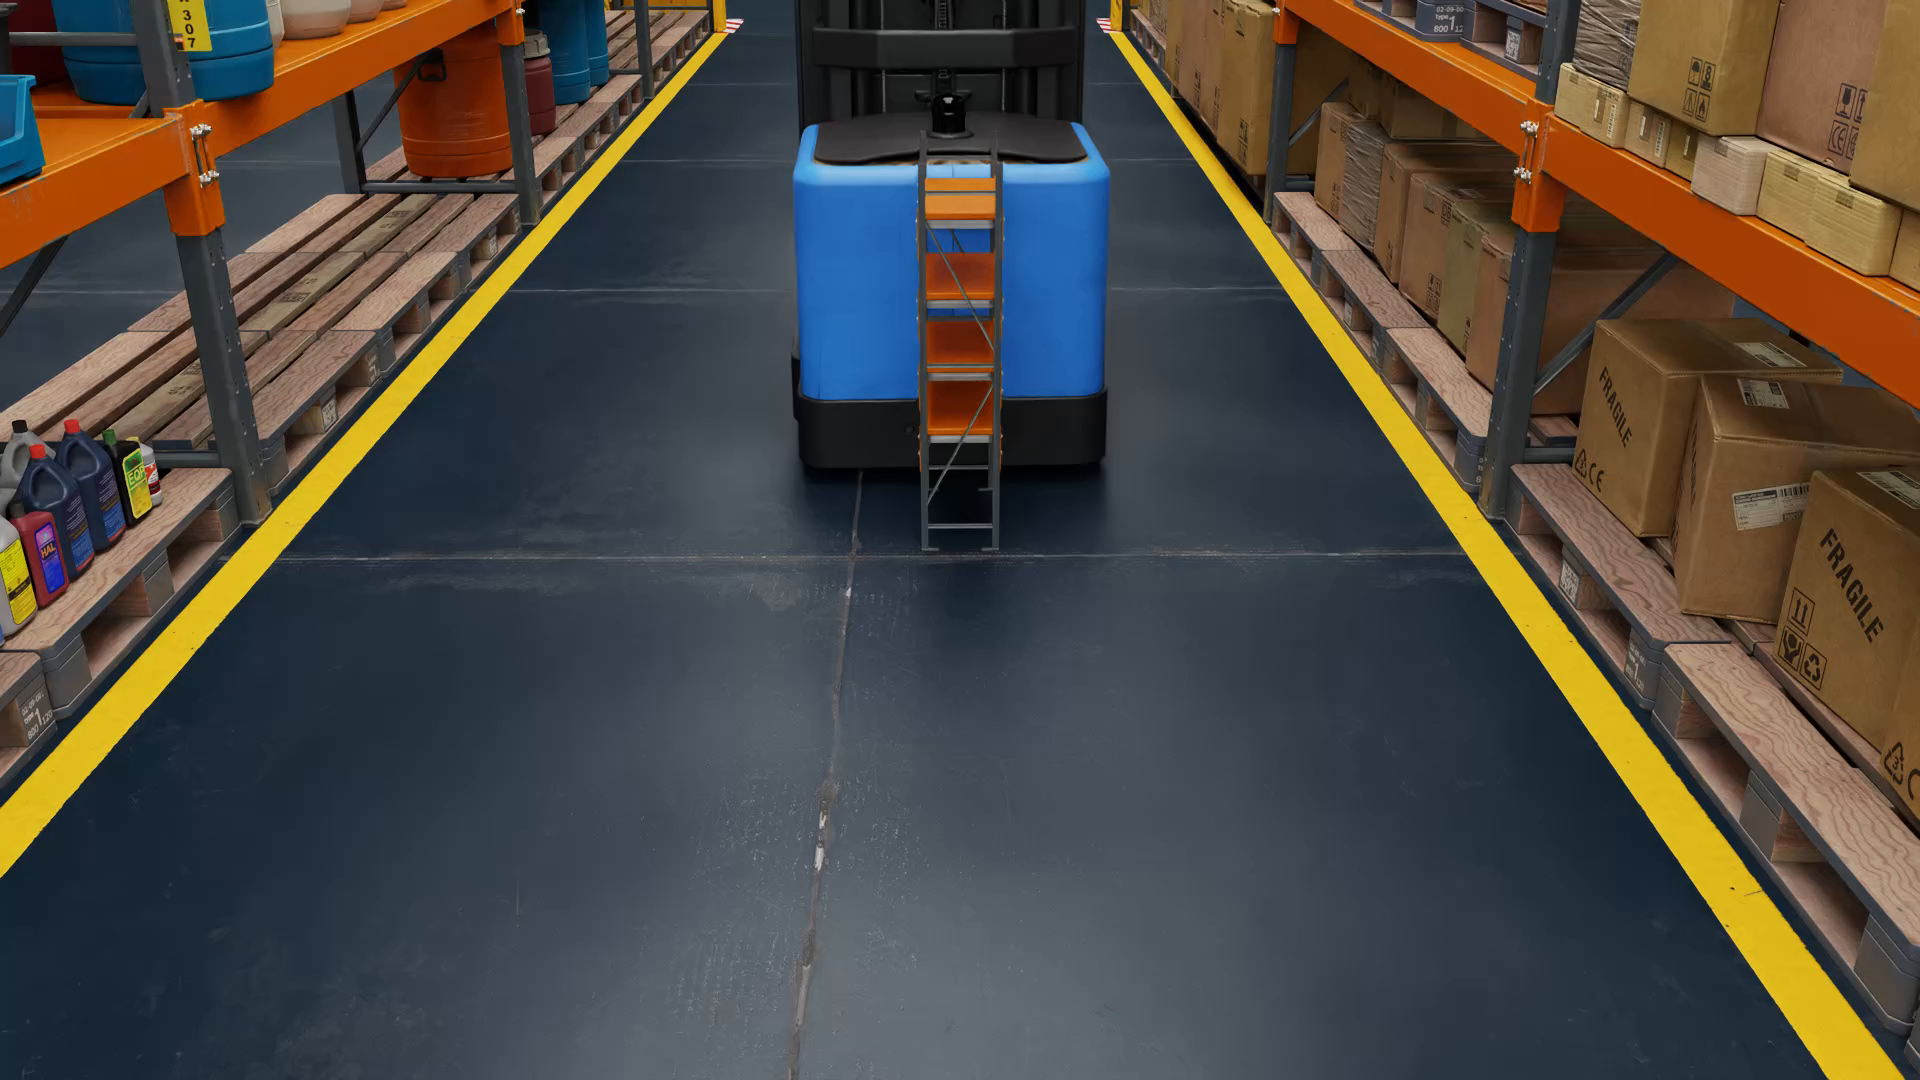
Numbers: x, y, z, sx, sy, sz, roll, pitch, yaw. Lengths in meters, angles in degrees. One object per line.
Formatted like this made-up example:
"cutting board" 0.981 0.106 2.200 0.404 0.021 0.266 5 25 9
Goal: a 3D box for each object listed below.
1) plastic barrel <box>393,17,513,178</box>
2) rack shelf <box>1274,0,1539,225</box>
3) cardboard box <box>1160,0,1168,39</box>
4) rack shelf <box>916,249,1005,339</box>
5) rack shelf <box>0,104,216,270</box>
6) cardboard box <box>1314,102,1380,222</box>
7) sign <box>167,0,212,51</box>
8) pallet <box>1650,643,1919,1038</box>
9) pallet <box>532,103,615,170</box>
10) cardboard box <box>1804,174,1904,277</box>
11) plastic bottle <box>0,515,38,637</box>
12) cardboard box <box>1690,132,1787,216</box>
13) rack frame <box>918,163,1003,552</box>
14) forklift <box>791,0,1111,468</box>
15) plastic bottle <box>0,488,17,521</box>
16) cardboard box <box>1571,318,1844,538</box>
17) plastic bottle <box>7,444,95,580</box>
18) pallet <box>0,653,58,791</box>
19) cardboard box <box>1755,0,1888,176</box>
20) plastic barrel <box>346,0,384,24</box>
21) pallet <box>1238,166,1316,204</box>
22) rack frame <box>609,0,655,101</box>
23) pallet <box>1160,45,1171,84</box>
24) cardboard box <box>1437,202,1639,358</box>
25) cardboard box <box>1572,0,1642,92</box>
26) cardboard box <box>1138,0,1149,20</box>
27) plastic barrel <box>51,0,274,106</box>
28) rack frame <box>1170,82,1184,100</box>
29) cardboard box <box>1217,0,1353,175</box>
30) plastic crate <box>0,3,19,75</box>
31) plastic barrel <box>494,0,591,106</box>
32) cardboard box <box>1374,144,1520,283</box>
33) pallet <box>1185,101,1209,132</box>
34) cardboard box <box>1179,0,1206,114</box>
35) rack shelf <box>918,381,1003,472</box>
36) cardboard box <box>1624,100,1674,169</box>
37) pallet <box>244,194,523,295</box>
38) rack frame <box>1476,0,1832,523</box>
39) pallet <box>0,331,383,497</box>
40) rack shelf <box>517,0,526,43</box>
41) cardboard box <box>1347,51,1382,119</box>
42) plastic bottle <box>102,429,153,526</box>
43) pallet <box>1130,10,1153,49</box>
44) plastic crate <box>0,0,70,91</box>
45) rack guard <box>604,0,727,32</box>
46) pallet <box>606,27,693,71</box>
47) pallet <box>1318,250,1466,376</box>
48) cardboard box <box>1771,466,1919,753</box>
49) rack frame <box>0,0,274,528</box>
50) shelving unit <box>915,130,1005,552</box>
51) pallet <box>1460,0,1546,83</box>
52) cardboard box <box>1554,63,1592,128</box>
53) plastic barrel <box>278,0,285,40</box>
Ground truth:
"plastic barrel" -2.814 -2.481 9.219 0.600 0.830 0.708 0 24 -1
"rack shelf" 2.183 -1.947 6.788 1.077 0.370 4.000 0 24 -1
"cardboard box" 2.181 -4.613 13.879 0.875 0.875 0.875 0 24 -1
"rack shelf" -0.002 -0.757 5.089 0.258 0.148 0.480 0 24 -1
"rack shelf" -2.726 -0.276 3.094 1.077 0.370 4.000 0 24 -1
"cardboard box" 2.189 -1.884 8.276 0.700 0.500 0.500 -2 24 -3
"sign" -2.198 -1.552 4.706 0.100 0.325 0.005 0 24 -1
"pallet" 2.264 0.601 3.666 1.003 0.211 1.213 0 24 -1
"pallet" -2.852 -2.632 10.814 1.003 0.211 1.213 0 24 -1
"cardboard box" 1.936 -0.628 3.304 0.380 0.149 0.250 0 24 -1
"plastic bottle" -2.447 0.054 4.170 0.144 0.351 0.185 0 24 -1
"cardboard box" 1.900 -0.834 3.759 0.380 0.149 0.250 0 24 -1
"rack frame" 0.001 -0.514 4.931 0.240 1.200 0.015 0 24 -1
"forklift" -0.086 -2.142 6.429 1.130 2.935 3.031 -1 24 -2
"plastic bottle" -2.598 -0.034 4.455 0.152 0.276 0.135 0 24 -1
"cardboard box" 2.169 -0.338 4.881 0.500 0.500 0.500 -1 24 -2
"plastic bottle" -2.450 -0.079 4.464 0.144 0.351 0.185 -1 24 -3
"pallet" -2.766 0.623 3.616 1.003 0.211 1.213 0 24 -1
"cardboard box" 2.224 -1.034 3.414 0.875 0.500 0.500 0 24 -1
"plastic barrel" -2.552 -2.366 6.676 0.433 0.535 0.433 0 24 0
"pallet" 2.228 -2.153 9.755 1.003 0.211 1.213 0 24 -1
"rack frame" -2.835 -4.725 12.057 1.000 3.000 0.127 0 24 -1
"pallet" 2.188 -3.790 13.374 1.003 0.211 1.213 0 24 -1
"cardboard box" 2.233 -0.962 6.236 0.700 0.500 0.500 0 24 -1
"cardboard box" 2.148 -1.446 4.325 0.875 0.500 0.500 0 24 -1
"cardboard box" 2.161 -5.355 15.519 0.875 0.875 0.875 0 24 -1
"plastic barrel" -2.449 -1.817 5.020 0.600 0.901 0.708 0 24 -1
"rack frame" 2.118 -4.747 12.106 1.000 3.000 0.127 0 24 -1
"cardboard box" 2.175 -2.607 9.442 1.225 0.875 0.875 -1 24 -3
"plastic crate" -2.869 -1.184 4.303 0.767 0.338 0.504 0 24 -1
"plastic barrel" -2.838 -3.444 11.262 0.600 0.901 0.708 0 24 -1
"cardboard box" 2.221 -1.422 7.254 0.700 0.500 0.500 2 24 4
"pallet" 2.201 -3.159 11.978 1.003 0.211 1.213 0 24 -1
"cardboard box" 2.155 -3.338 11.060 1.225 0.875 0.875 -1 24 -2
"rack shelf" -0.002 -0.373 5.263 0.258 0.148 0.480 0 24 -1
"cardboard box" 1.927 -1.040 4.215 0.380 0.149 0.250 0 24 -1
"pallet" -2.822 -1.487 8.281 1.003 0.211 1.213 0 24 -1
"rack frame" 2.205 -1.451 4.817 1.000 3.000 0.127 0 24 -1
"pallet" -2.795 -0.481 6.058 1.003 0.211 1.213 0 24 -1
"rack shelf" -2.813 -3.573 10.383 1.077 0.370 4.000 0 24 -1
"cardboard box" 2.199 -2.226 8.121 0.500 0.250 0.500 1 24 2
"plastic bottle" -2.413 -0.194 4.802 0.061 0.283 0.133 1 24 2
"pallet" 2.161 -4.796 15.597 1.003 0.211 1.213 0 24 -1
"plastic crate" -3.059 -1.656 5.193 0.402 0.464 0.583 0 24 -1
"rack guard" -2.892 -5.244 16.238 1.175 0.500 0.348 0 24 -1
"pallet" -2.898 -4.261 14.415 1.003 0.211 1.213 0 24 -1
"pallet" 2.179 -1.005 7.215 1.003 0.211 1.213 0 24 -1
"cardboard box" 2.268 0.153 3.794 0.500 0.500 0.500 -2 24 -5
"rack frame" -2.748 -1.428 4.768 1.000 3.000 0.127 0 24 -1
"shelving unit" -0.002 -0.615 5.154 0.258 1.200 0.503 0 24 -1
"pallet" 2.342 -1.679 5.555 1.003 0.211 1.213 0 24 -1
"cardboard box" 1.907 -1.246 4.670 0.380 0.149 0.250 0 24 -1
"plastic barrel" -2.609 -1.911 6.004 0.301 0.262 0.301 0 24 0
